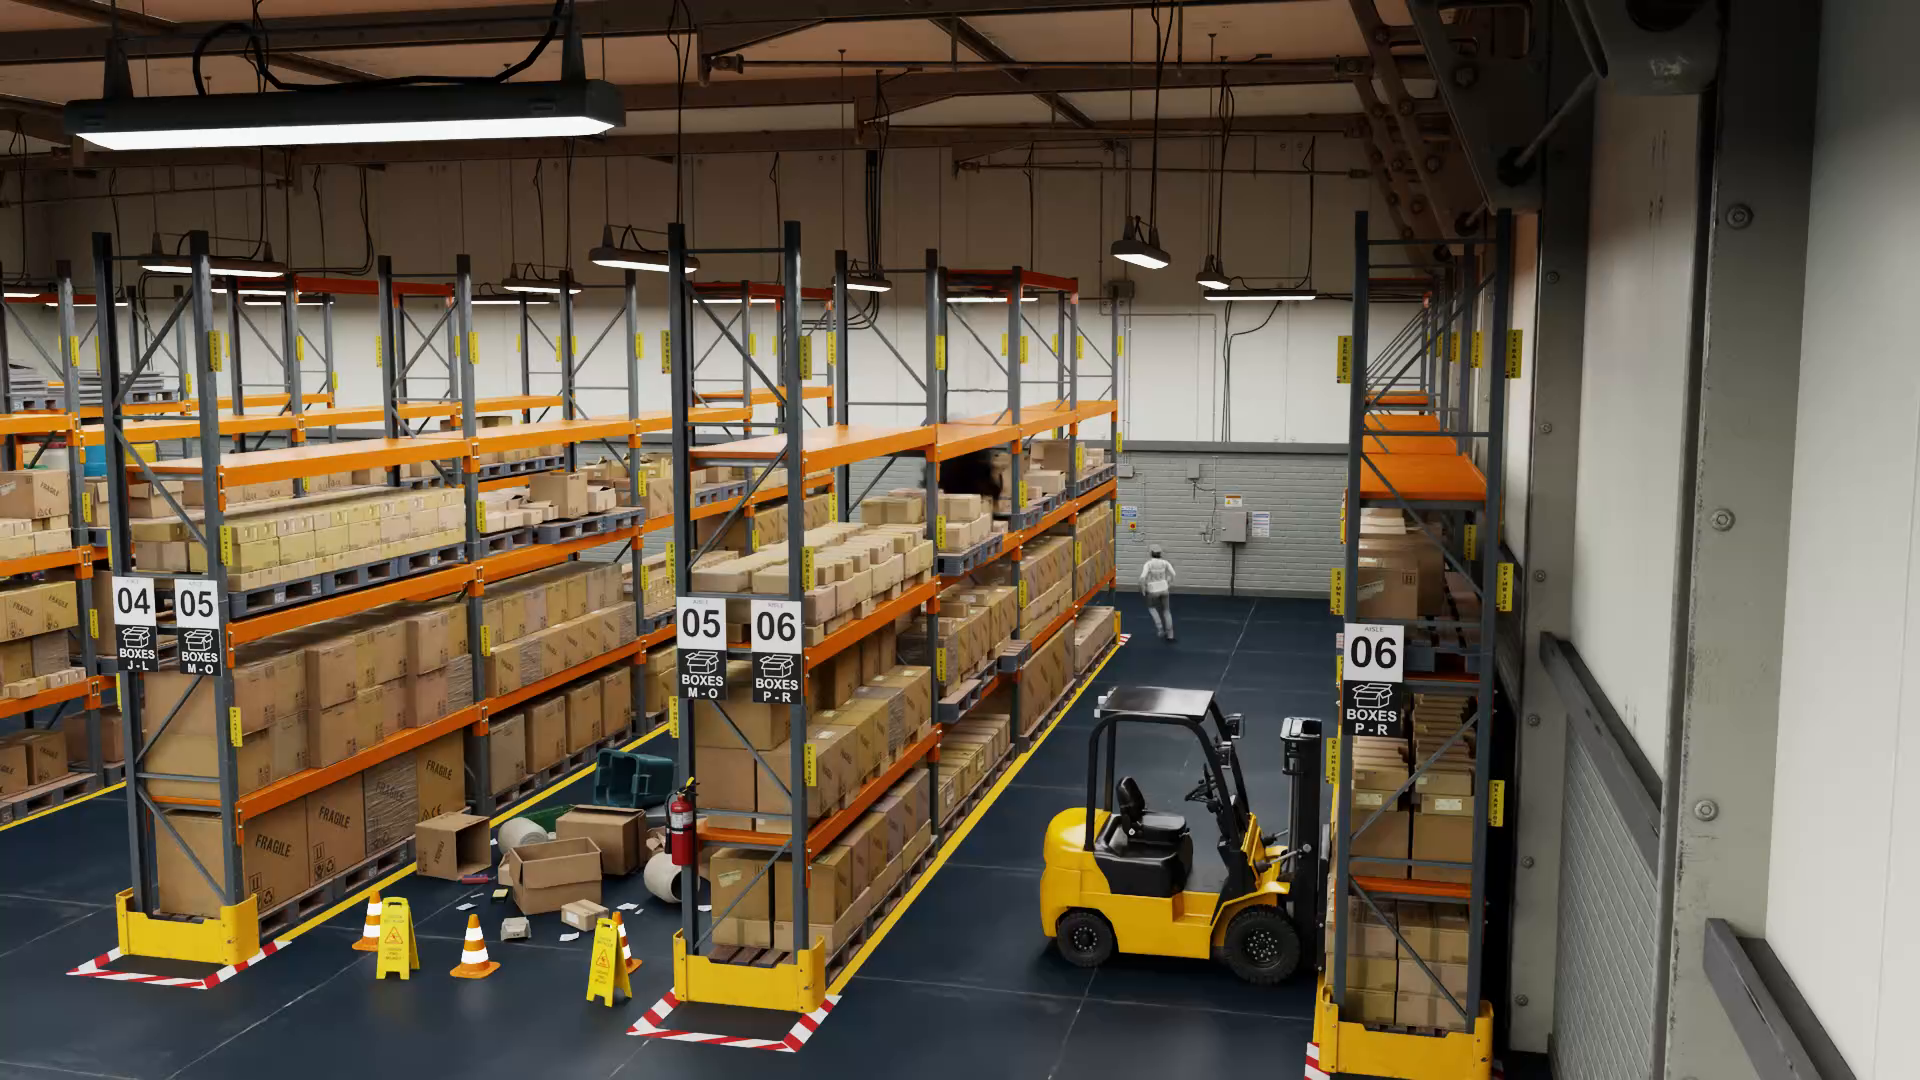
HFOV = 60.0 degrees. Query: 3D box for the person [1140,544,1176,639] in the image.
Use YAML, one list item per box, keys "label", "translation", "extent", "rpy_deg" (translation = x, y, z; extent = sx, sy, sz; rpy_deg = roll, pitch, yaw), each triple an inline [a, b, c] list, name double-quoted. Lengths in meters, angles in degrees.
- label: "person"
  translation: [3.362, 0.876, 28.507]
  extent: [0.675, 1.641, 0.583]
  rpy_deg: [-1, 7, -8]
